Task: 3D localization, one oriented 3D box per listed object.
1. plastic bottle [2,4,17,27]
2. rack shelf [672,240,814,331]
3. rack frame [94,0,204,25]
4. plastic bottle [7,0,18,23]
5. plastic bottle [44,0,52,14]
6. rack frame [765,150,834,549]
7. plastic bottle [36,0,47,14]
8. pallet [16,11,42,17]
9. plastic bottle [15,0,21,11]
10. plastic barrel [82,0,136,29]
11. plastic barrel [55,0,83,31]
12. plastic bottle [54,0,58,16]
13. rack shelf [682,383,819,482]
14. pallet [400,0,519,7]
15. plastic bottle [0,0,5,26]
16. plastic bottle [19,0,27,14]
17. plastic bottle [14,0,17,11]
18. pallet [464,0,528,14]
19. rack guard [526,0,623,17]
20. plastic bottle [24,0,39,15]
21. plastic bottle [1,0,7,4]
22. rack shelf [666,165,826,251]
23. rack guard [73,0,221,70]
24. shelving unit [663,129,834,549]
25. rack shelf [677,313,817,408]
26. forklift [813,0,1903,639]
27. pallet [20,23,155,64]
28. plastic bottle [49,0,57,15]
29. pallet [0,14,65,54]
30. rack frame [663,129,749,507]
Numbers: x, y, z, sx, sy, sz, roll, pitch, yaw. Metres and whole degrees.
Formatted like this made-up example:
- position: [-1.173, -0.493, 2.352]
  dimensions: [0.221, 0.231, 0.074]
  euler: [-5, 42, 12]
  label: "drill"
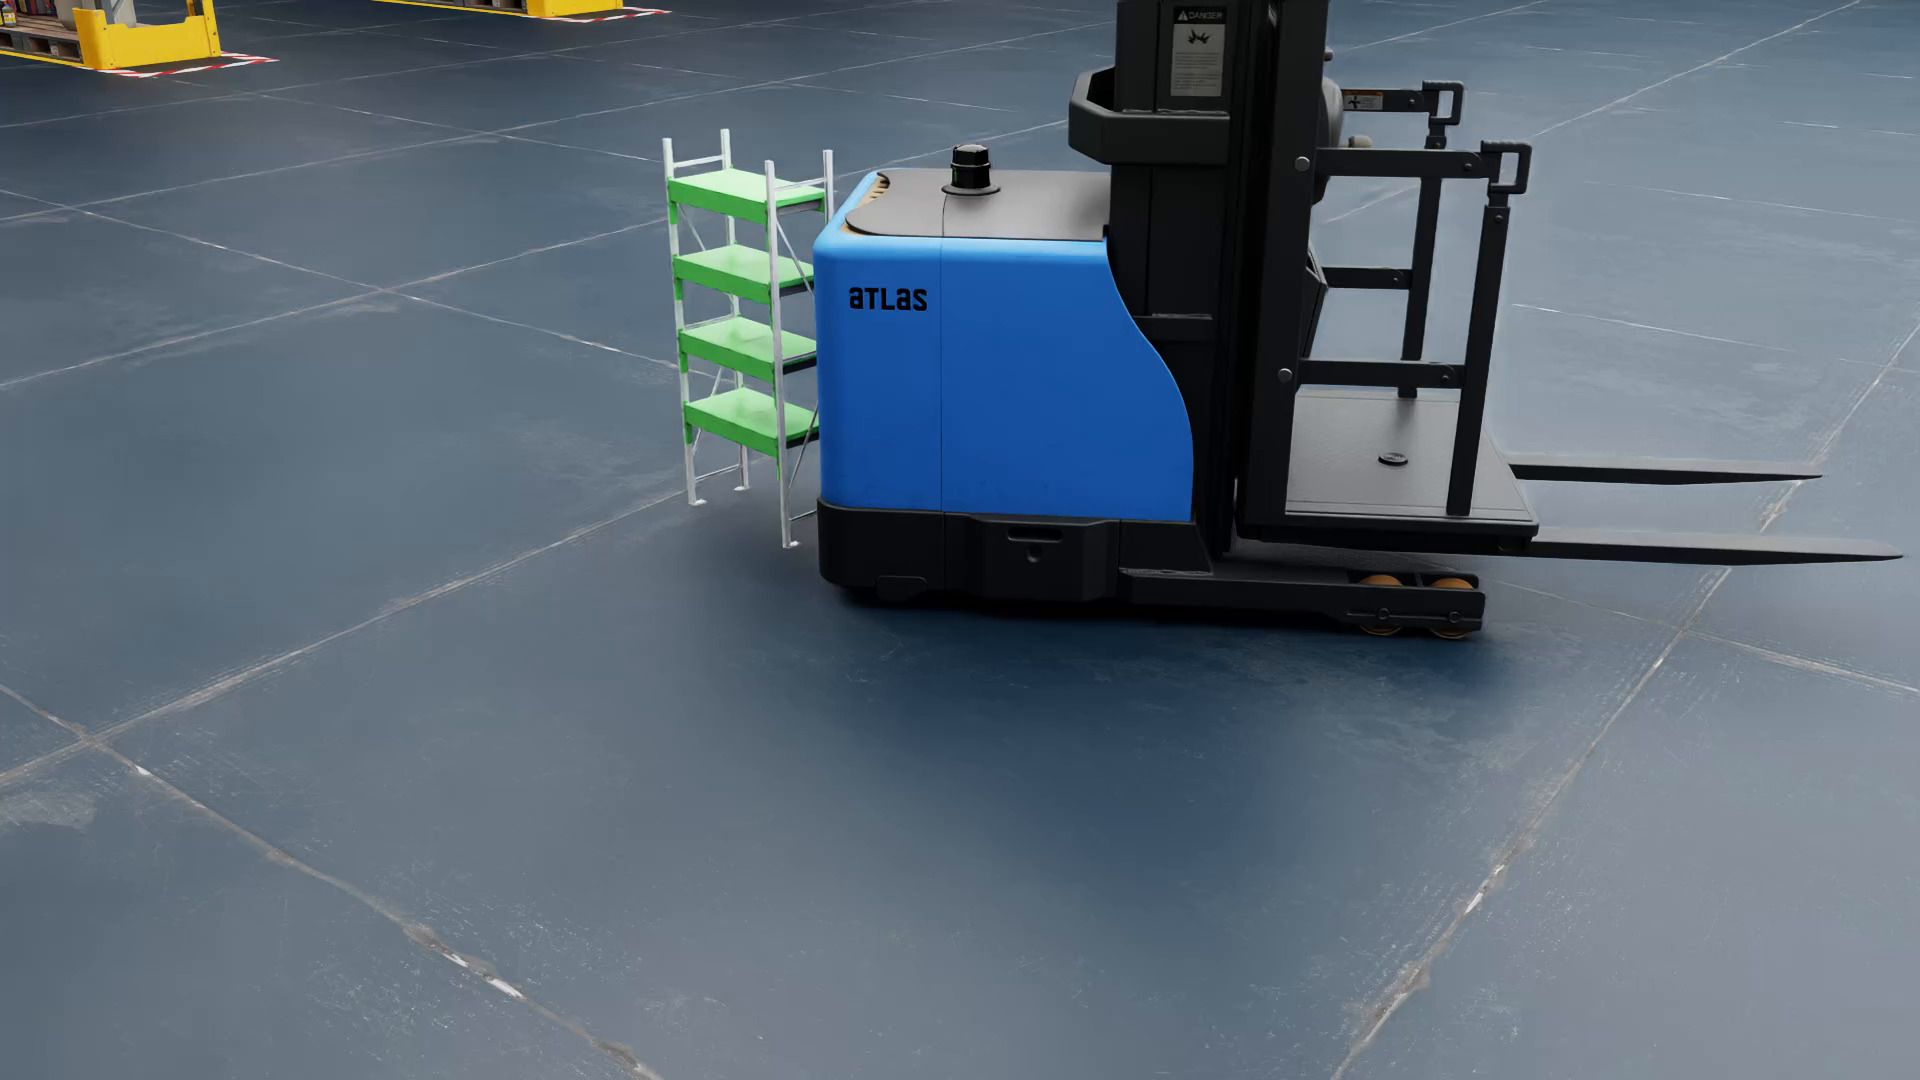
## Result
- position: [-8.987, -4.960, 15.712]
  dimensions: [0.097, 0.201, 0.097]
  euler: [0, 24, 0]
  label: "plastic bottle"
- position: [-0.637, -0.788, 5.113]
  dimensions: [0.480, 0.148, 0.258]
  euler: [22, 32, 40]
  label: "rack shelf"
- position: [-7.254, -5.737, 14.550]
  dimensions: [0.127, 3.000, 1.000]
  euler: [17, 29, 33]
  label: "rack frame"
- position: [-9.109, -5.102, 15.932]
  dimensions: [0.133, 0.283, 0.061]
  euler: [17, 29, 33]
  label: "plastic bottle"
- position: [-9.116, -5.377, 16.659]
  dimensions: [0.097, 0.201, 0.097]
  euler: [0, 24, 0]
  label: "plastic bottle"
- position: [-0.464, -0.557, 5.026]
  dimensions: [0.015, 1.200, 0.240]
  euler: [22, 32, 40]
  label: "rack frame"
- position: [-9.227, -5.431, 16.688]
  dimensions: [0.135, 0.276, 0.152]
  euler: [17, 29, 34]
  label: "plastic bottle"
- position: [-9.943, -5.252, 16.908]
  dimensions: [1.213, 0.211, 1.003]
  euler: [17, 29, 33]
  label: "pallet"
- position: [-9.613, -5.584, 16.943]
  dimensions: [0.185, 0.351, 0.144]
  euler: [15, 28, 31]
  label: "plastic bottle"
- position: [-7.827, -4.925, 15.272]
  dimensions: [0.421, 0.512, 0.421]
  euler: [0, 24, 0]
  label: "plastic barrel"
- position: [-8.228, -5.046, 15.547]
  dimensions: [0.421, 0.512, 0.421]
  euler: [0, 24, 0]
  label: "plastic barrel"
- position: [-8.952, -5.327, 16.546]
  dimensions: [0.097, 0.201, 0.097]
  euler: [0, 24, 0]
  label: "plastic bottle"
- position: [-0.637, -0.348, 5.306]
  dimensions: [0.480, 0.148, 0.258]
  euler: [22, 32, 40]
  label: "rack shelf"
- position: [-5.945, -6.580, 19.922]
  dimensions: [1.213, 0.211, 1.003]
  euler: [17, 29, 33]
  label: "pallet"
- position: [-9.091, -5.020, 15.746]
  dimensions: [0.133, 0.283, 0.061]
  euler: [18, 29, 35]
  label: "plastic bottle"
- position: [-9.396, -5.436, 16.690]
  dimensions: [0.133, 0.283, 0.061]
  euler: [17, 29, 33]
  label: "plastic bottle"
- position: [-9.682, -5.496, 16.836]
  dimensions: [0.135, 0.276, 0.152]
  euler: [17, 29, 33]
  label: "plastic bottle"
- position: [-4.973, -6.285, 19.252]
  dimensions: [1.213, 0.211, 1.003]
  euler: [17, 29, 33]
  label: "pallet"
- position: [-4.345, -6.209, 18.722]
  dimensions: [0.348, 0.500, 1.175]
  euler: [17, 29, 33]
  label: "rack guard"
- position: [-9.291, -5.400, 16.609]
  dimensions: [0.133, 0.283, 0.061]
  euler: [17, 29, 33]
  label: "plastic bottle"
- position: [-9.172, -5.064, 15.855]
  dimensions: [0.135, 0.276, 0.152]
  euler: [17, 29, 34]
  label: "plastic bottle"
- position: [-0.637, -1.007, 5.016]
  dimensions: [0.480, 0.148, 0.258]
  euler: [22, 32, 40]
  label: "rack shelf"
- position: [-7.343, -4.596, 15.061]
  dimensions: [0.348, 0.500, 1.175]
  euler: [17, 29, 33]
  label: "rack guard"
- position: [-0.637, -0.626, 5.184]
  dimensions: [0.503, 1.200, 0.258]
  euler: [22, 32, 40]
  label: "shelving unit"
- position: [-0.637, -0.568, 5.209]
  dimensions: [0.480, 0.148, 0.258]
  euler: [22, 32, 40]
  label: "rack shelf"
- position: [1.141, -1.292, 4.548]
  dimensions: [3.031, 2.935, 1.130]
  euler: [2, 24, 6]
  label: "forklift"
- position: [-7.990, -4.662, 15.569]
  dimensions: [1.213, 0.211, 1.003]
  euler: [17, 29, 33]
  label: "pallet"
- position: [-9.035, -5.384, 16.589]
  dimensions: [0.097, 0.271, 0.097]
  euler: [0, 24, 0]
  label: "plastic bottle"
- position: [-8.962, -4.957, 16.239]
  dimensions: [1.213, 0.211, 1.003]
  euler: [17, 29, 33]
  label: "pallet"
- position: [-0.809, -0.696, 5.341]
  dimensions: [0.015, 1.200, 0.240]
  euler: [22, 32, 40]
  label: "rack frame"
